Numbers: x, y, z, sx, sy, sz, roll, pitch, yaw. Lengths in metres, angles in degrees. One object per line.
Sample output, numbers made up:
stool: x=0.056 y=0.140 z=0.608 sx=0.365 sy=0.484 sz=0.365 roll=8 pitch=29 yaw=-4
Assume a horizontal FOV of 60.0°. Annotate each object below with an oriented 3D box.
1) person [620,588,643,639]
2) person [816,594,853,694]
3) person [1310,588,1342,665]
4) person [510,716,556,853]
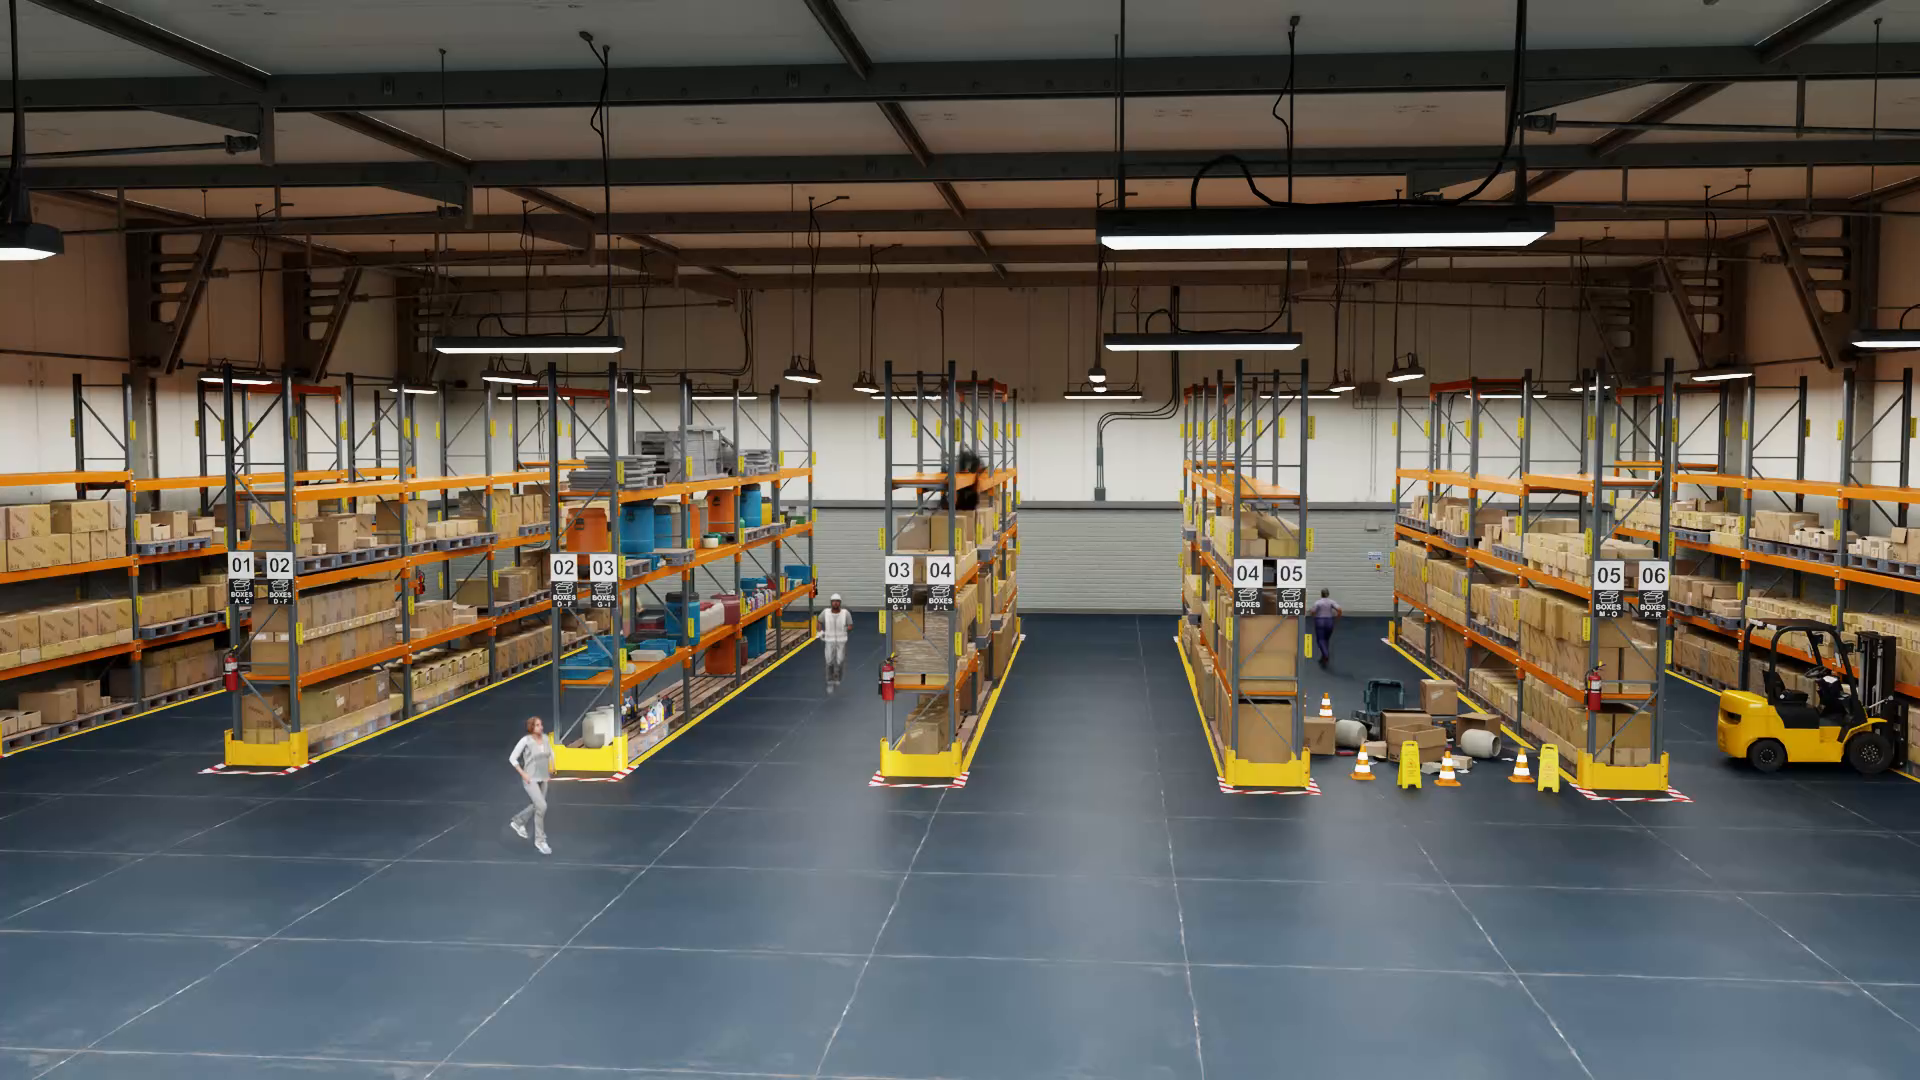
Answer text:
person: x=-7.177 y=1.799 z=36.150 sx=0.582 sy=1.666 sz=0.805 roll=0 pitch=4 yaw=0
person: x=-2.291 y=1.914 z=30.514 sx=0.664 sy=1.842 sz=0.651 roll=0 pitch=4 yaw=-7
person: x=7.745 y=1.839 z=35.327 sx=0.601 sy=1.645 sz=0.937 roll=-1 pitch=4 yaw=-10
person: x=-5.120 y=2.948 z=19.922 sx=0.717 sy=1.538 sz=0.564 roll=3 pitch=5 yaw=36
